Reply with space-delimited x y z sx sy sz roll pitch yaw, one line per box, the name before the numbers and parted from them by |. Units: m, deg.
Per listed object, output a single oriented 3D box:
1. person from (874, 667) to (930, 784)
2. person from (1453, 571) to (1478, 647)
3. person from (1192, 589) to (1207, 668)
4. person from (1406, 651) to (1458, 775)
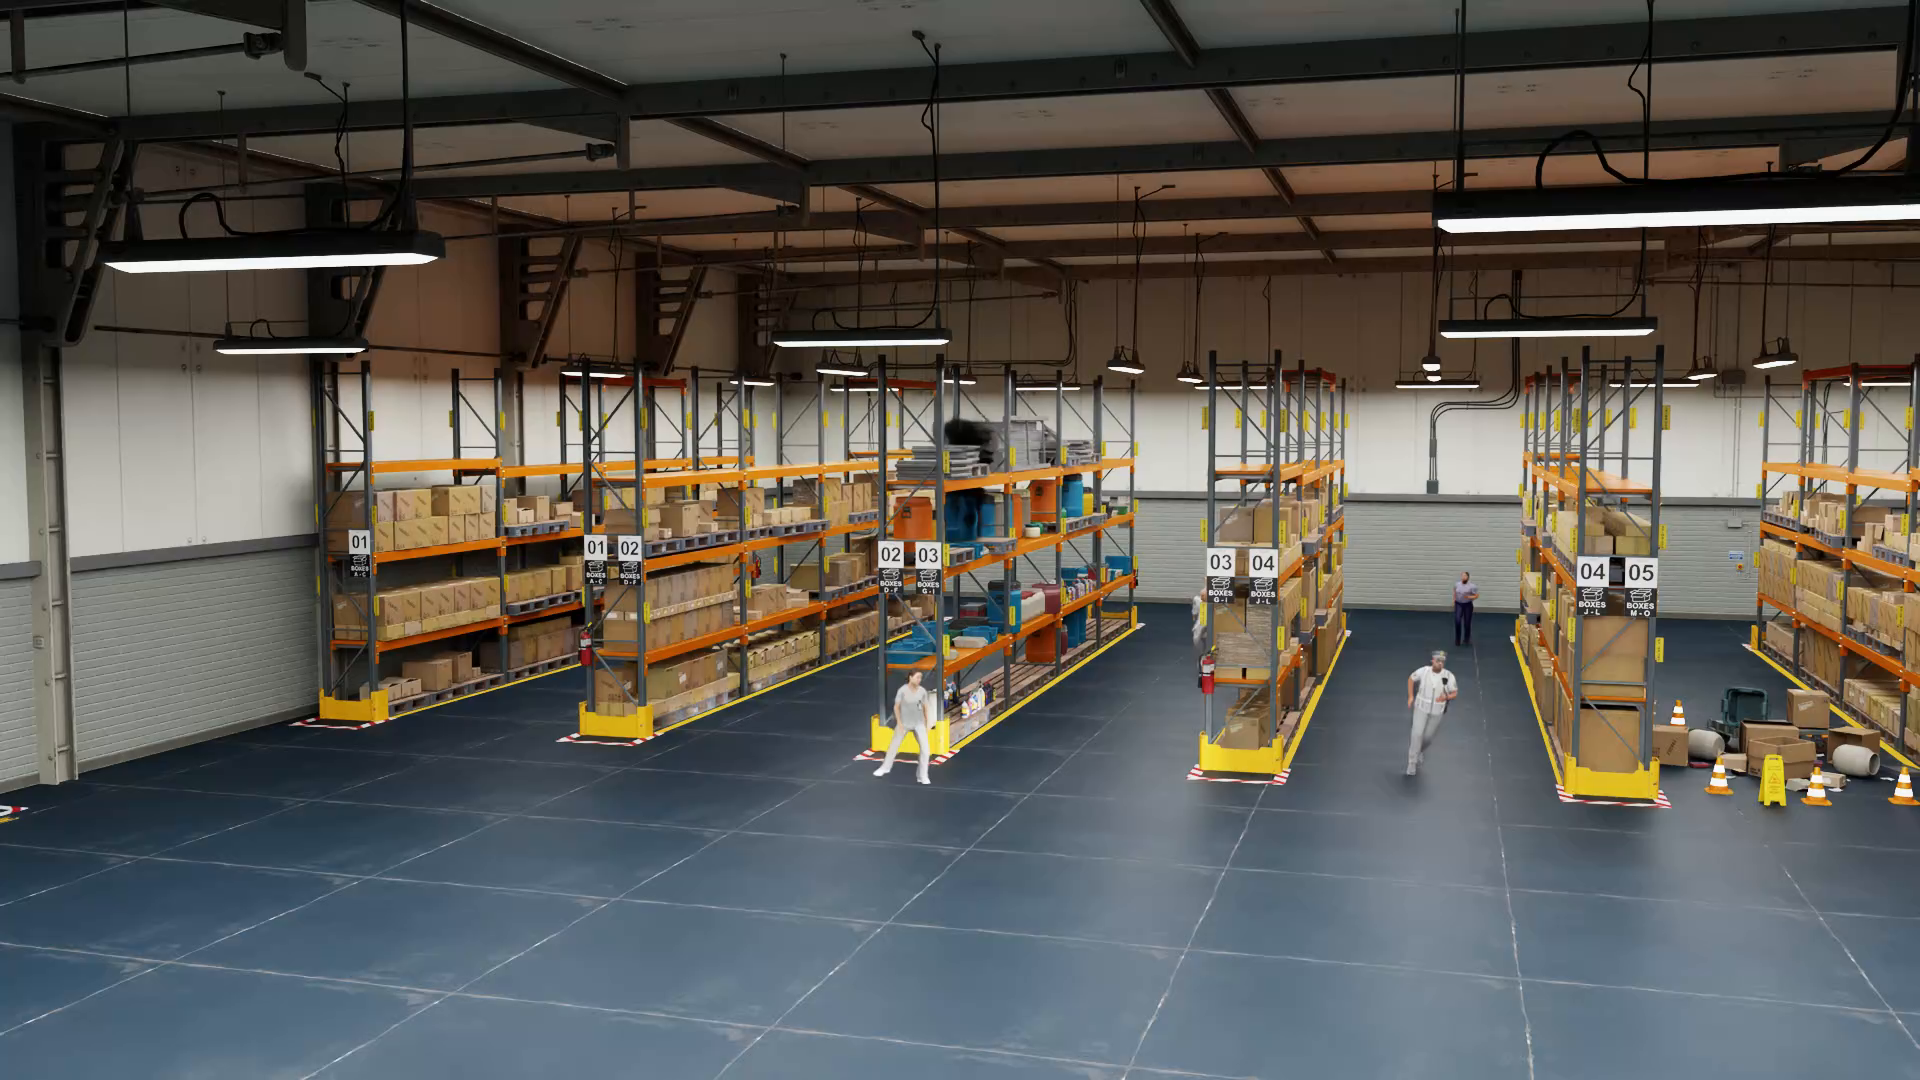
person | -0.812 2.551 23.080 0.754 1.608 0.708 -1 4 -8
person | 11.254 1.551 37.054 0.581 1.687 0.718 2 4 23
person | 5.038 1.763 33.920 0.731 1.612 1.179 2 4 25
person | 6.725 2.422 23.756 0.727 1.727 0.948 1 4 9
